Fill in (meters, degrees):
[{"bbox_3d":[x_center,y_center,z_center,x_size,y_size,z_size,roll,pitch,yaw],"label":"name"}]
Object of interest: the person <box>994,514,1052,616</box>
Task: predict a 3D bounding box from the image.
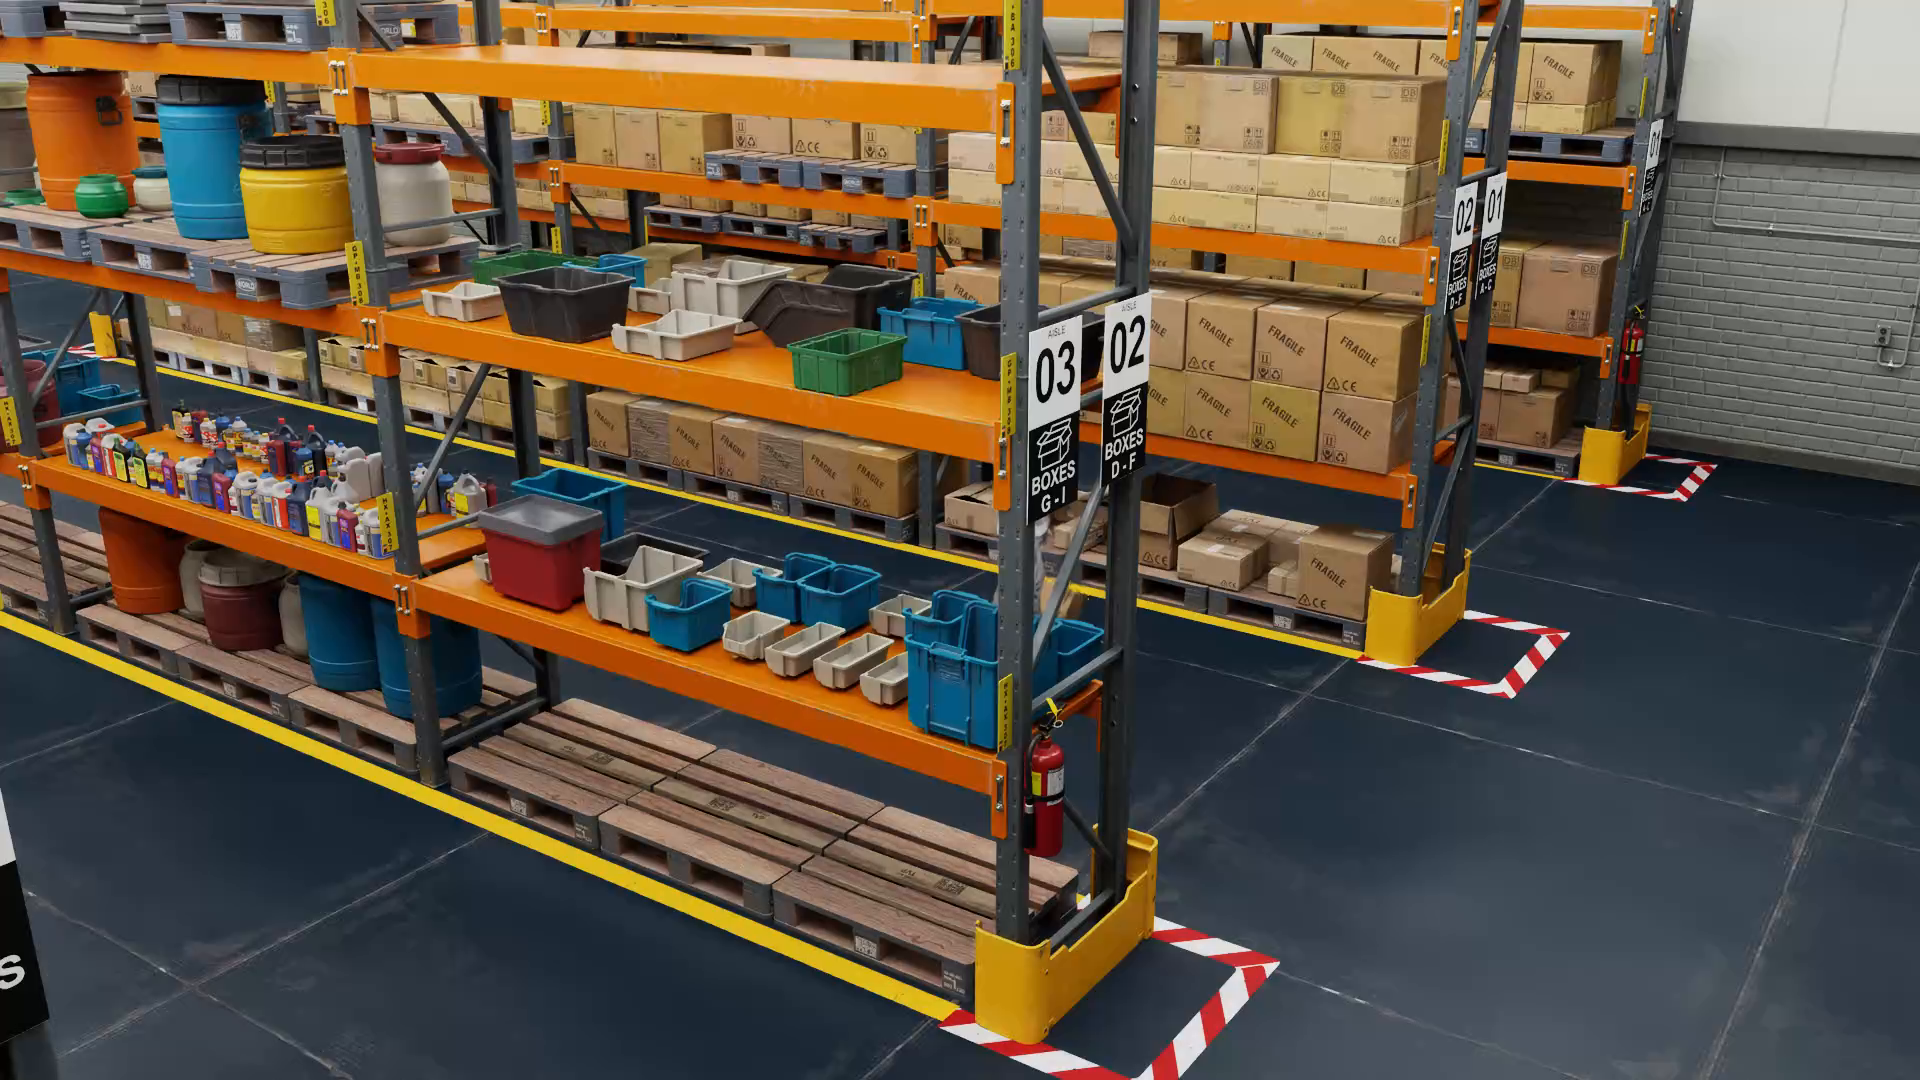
[{"bbox_3d":[0.485,-0.032,11.096,0.635,1.785,0.701,5,20,14],"label":"person"}]
